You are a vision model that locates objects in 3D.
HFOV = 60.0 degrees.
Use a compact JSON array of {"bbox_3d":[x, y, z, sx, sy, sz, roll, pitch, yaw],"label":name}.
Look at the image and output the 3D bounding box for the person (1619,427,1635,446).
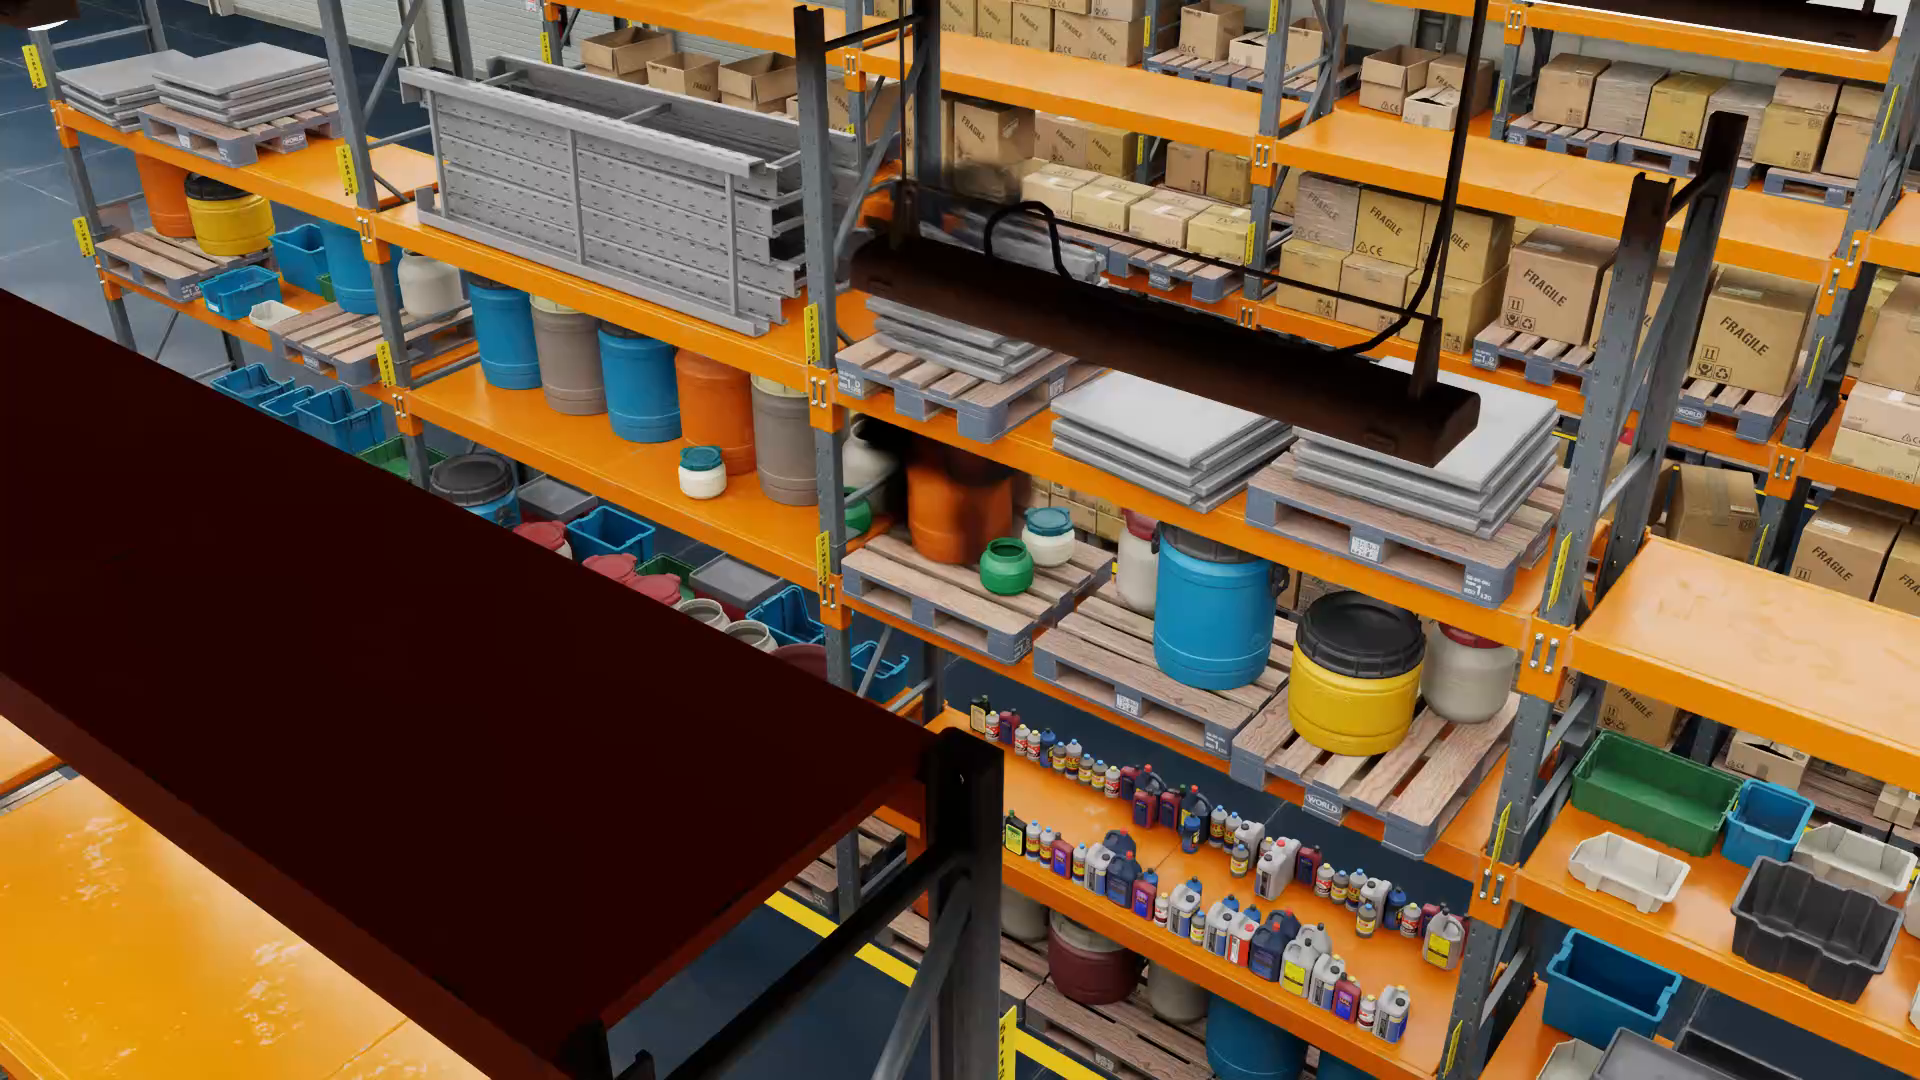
[{"bbox_3d":[5.727,-0.466,14.473,0.736,1.650,0.663,11,33,17],"label":"person"}]
